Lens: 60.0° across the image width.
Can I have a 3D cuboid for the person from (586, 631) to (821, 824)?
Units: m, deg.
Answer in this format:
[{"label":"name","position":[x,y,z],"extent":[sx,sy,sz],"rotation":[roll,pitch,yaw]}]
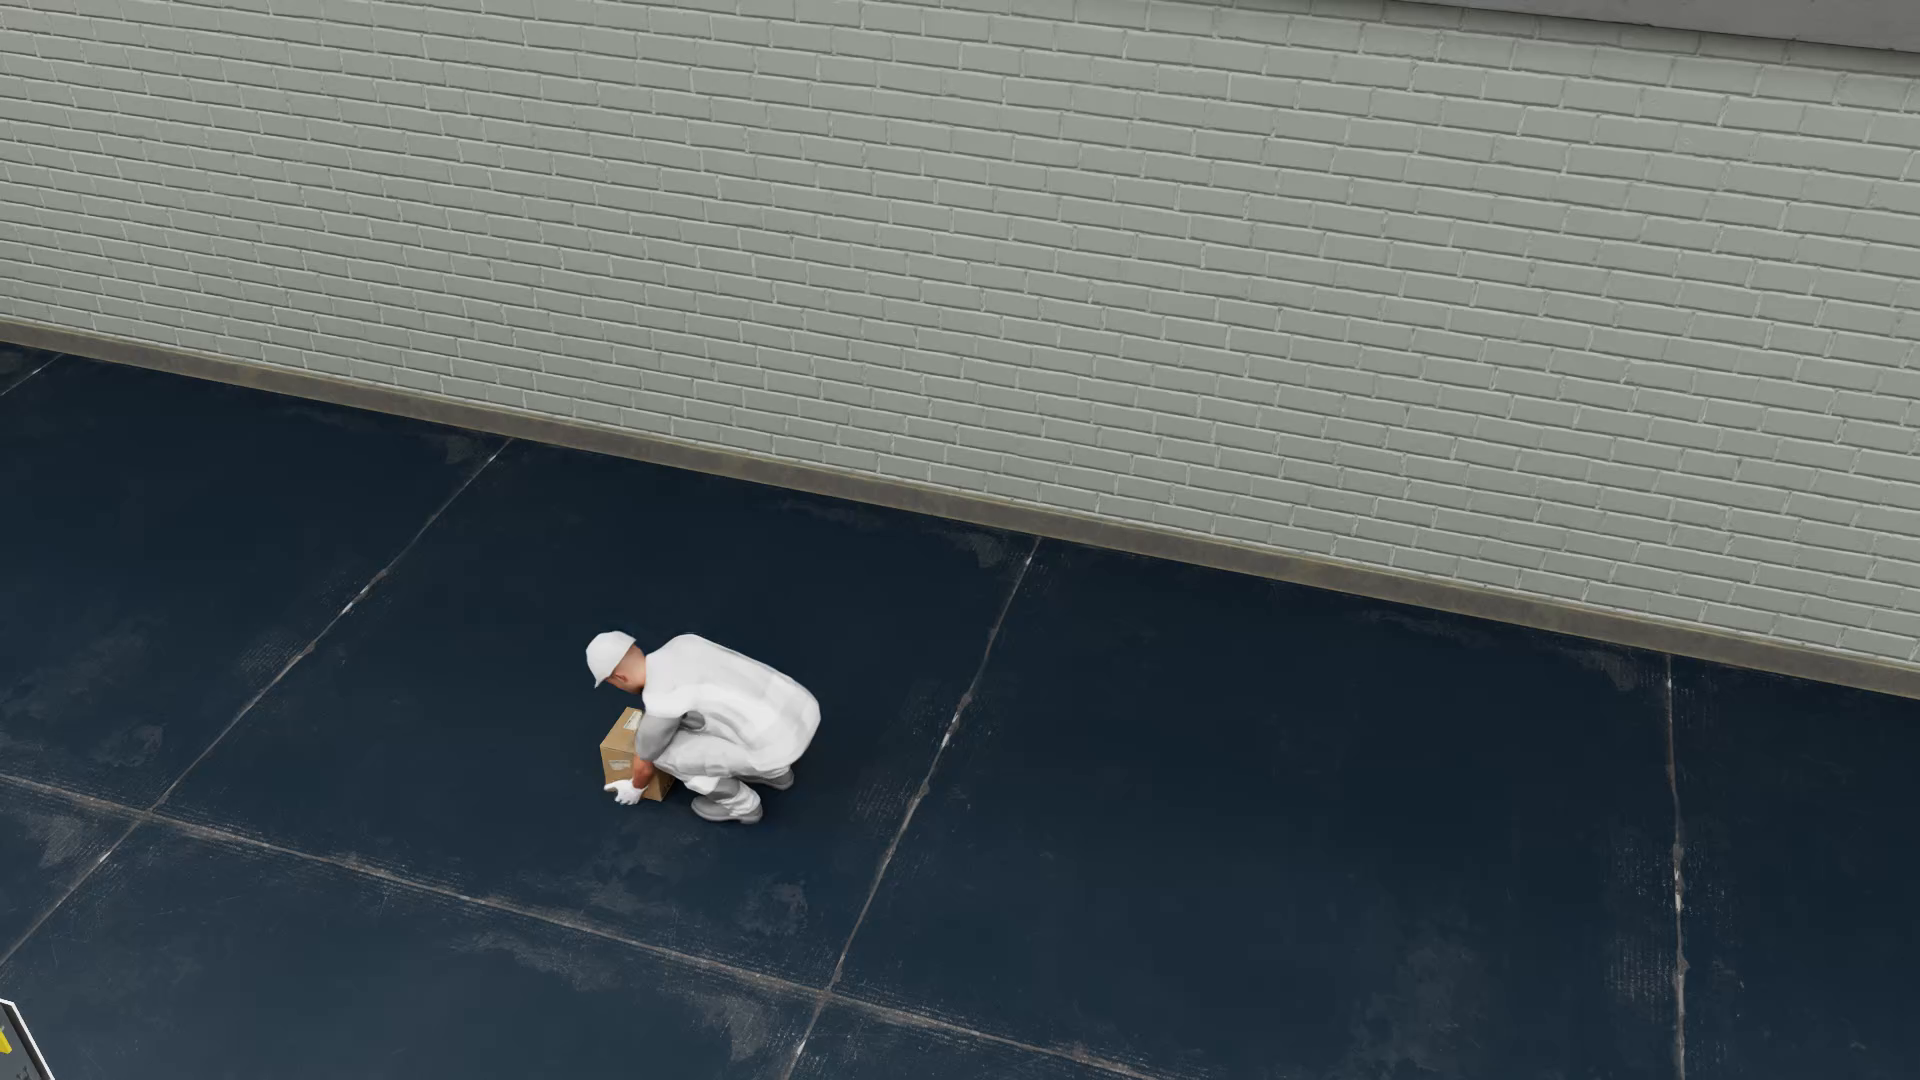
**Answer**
[{"label":"person","position":[-1.028,0.759,6.734],"extent":[0.910,0.874,0.552],"rotation":[10,38,14]}]
